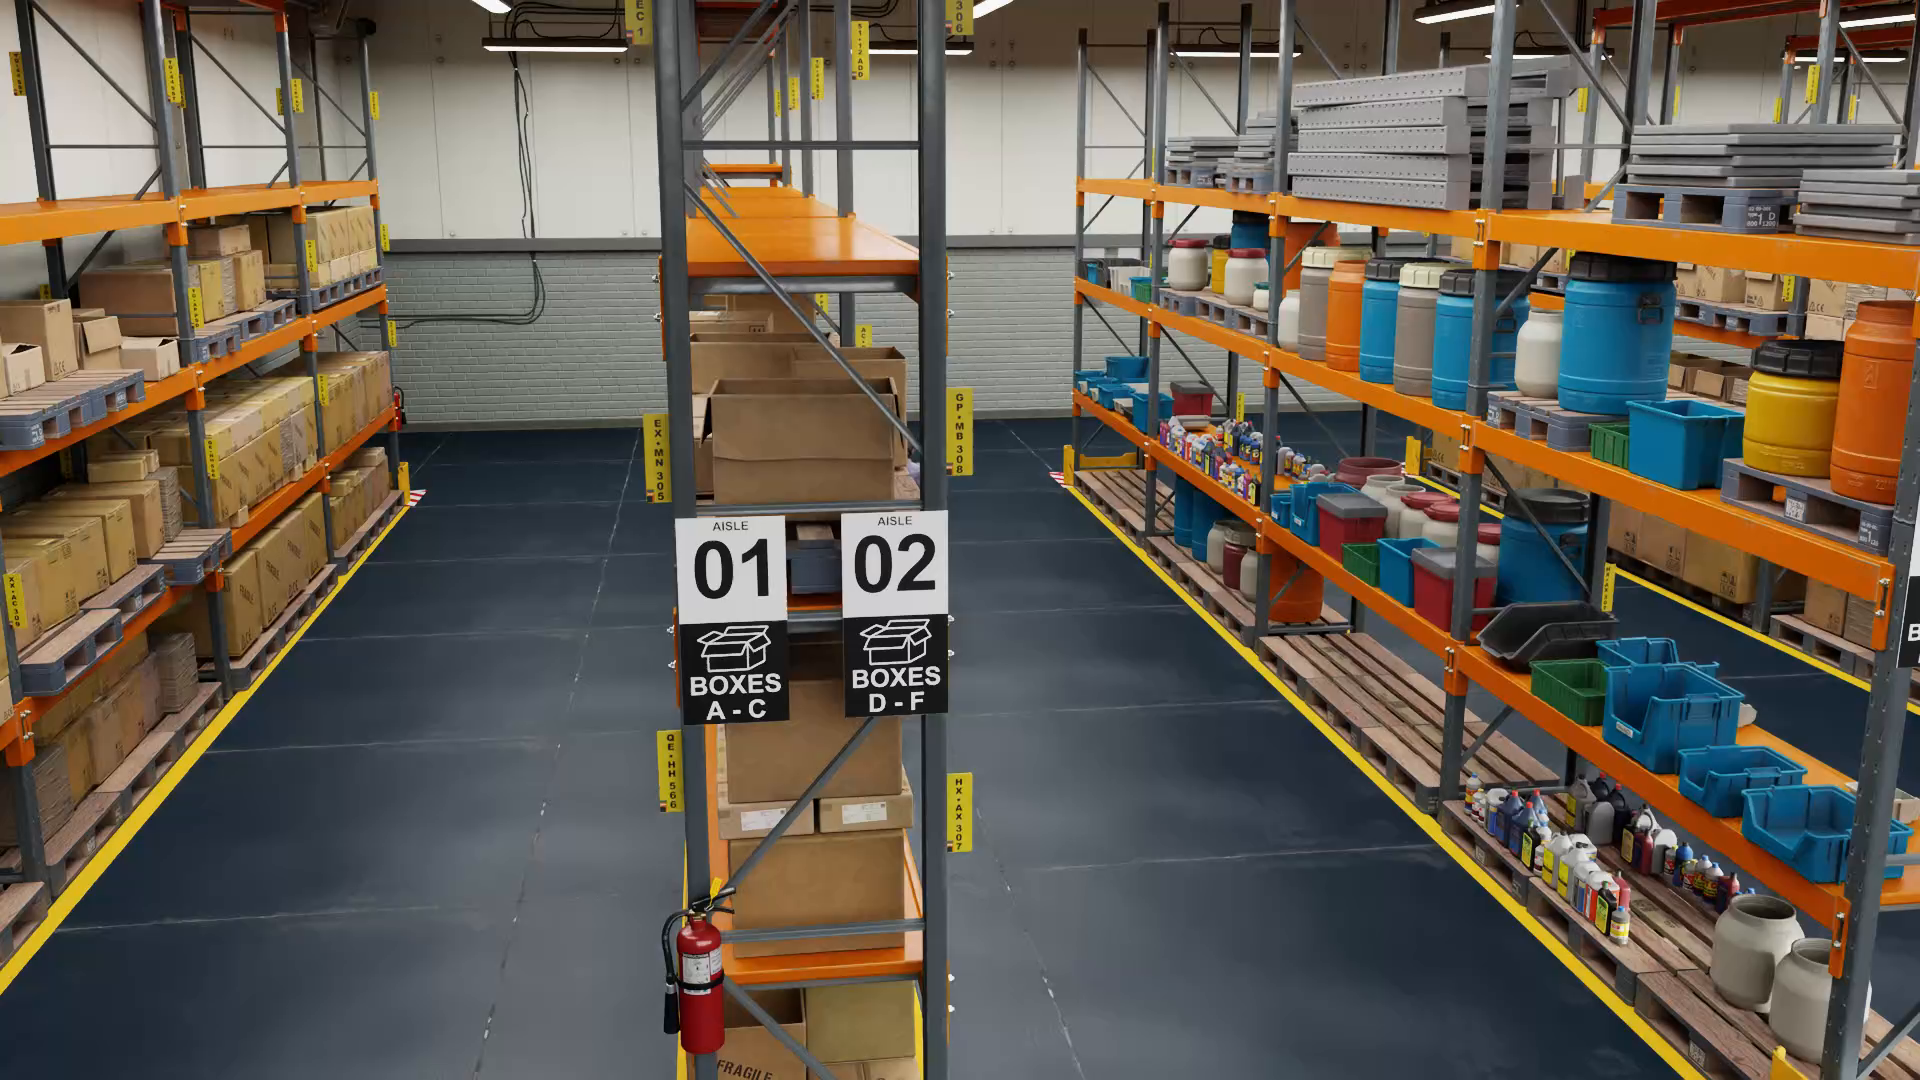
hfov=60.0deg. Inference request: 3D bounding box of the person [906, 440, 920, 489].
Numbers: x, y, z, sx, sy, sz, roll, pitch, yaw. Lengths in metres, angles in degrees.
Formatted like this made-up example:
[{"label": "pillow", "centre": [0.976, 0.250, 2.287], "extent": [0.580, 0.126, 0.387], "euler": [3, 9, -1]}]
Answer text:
[{"label": "person", "centre": [-0.572, -0.213, 16.994], "extent": [0.468, 1.673, 0.344], "euler": [-2, 13, -7]}]
